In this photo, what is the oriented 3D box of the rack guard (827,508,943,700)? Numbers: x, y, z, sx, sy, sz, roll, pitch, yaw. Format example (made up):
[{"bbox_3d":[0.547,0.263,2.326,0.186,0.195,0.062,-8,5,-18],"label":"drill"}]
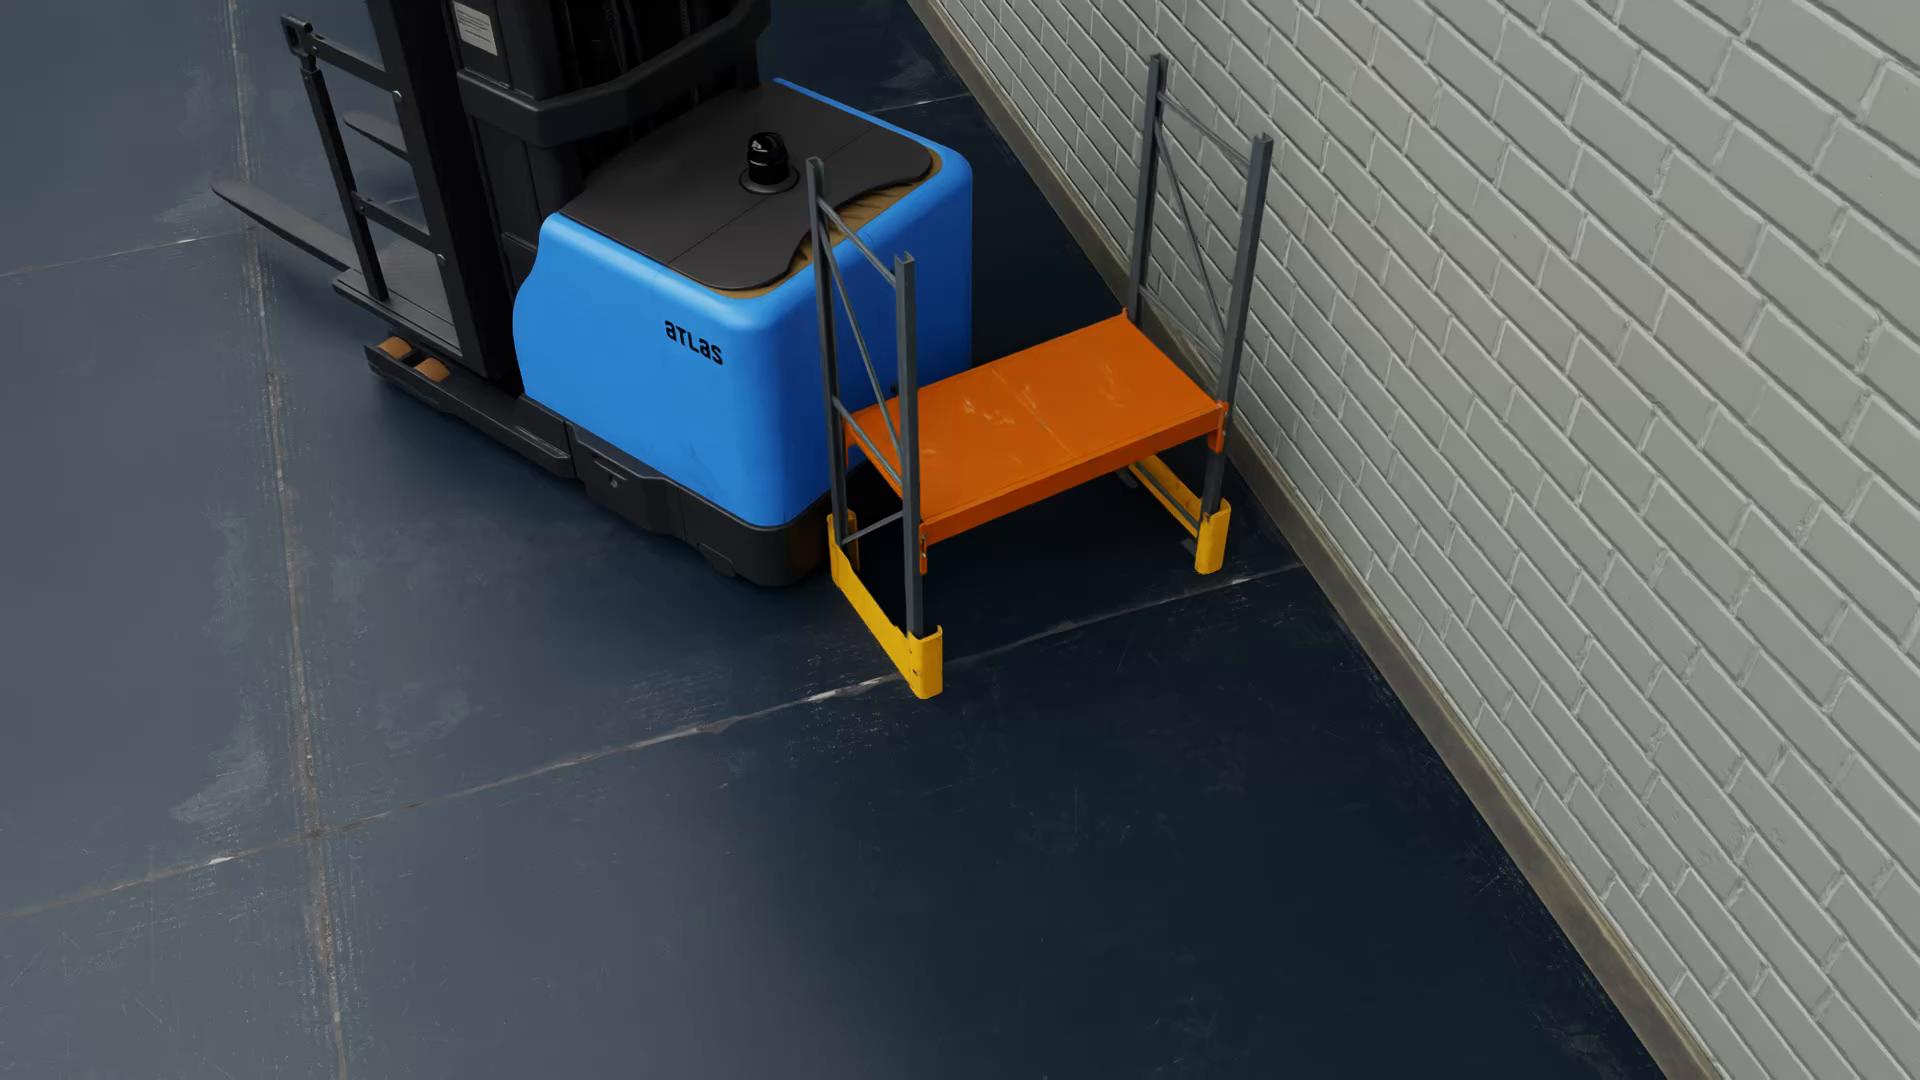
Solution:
[{"bbox_3d":[-0.223,0.183,4.892,0.087,0.250,0.587,-22,49,-21],"label":"rack guard"}]

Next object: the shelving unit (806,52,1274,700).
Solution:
[{"bbox_3d":[0.209,-0.435,4.624,1.083,1.500,0.587,-22,49,-21],"label":"shelving unit"}]

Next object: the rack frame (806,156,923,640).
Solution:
[{"bbox_3d":[-0.240,-0.252,4.442,0.032,1.500,0.500,-22,49,-21],"label":"rack frame"}]

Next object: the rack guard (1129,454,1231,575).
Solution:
[{"bbox_3d":[0.640,-0.169,5.242,0.087,0.250,0.587,-22,49,-21],"label":"rack guard"}]

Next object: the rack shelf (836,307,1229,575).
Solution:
[{"bbox_3d":[0.201,-0.304,4.749,1.000,0.185,0.538,-22,49,-21],"label":"rack shelf"}]

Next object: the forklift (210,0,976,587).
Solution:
[{"bbox_3d":[-1.426,-1.758,4.933,3.031,2.935,1.130,28,52,25],"label":"forklift"}]

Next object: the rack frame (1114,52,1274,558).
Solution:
[{"bbox_3d":[0.642,-0.611,4.800,0.032,1.500,0.500,-22,49,-21],"label":"rack frame"}]
